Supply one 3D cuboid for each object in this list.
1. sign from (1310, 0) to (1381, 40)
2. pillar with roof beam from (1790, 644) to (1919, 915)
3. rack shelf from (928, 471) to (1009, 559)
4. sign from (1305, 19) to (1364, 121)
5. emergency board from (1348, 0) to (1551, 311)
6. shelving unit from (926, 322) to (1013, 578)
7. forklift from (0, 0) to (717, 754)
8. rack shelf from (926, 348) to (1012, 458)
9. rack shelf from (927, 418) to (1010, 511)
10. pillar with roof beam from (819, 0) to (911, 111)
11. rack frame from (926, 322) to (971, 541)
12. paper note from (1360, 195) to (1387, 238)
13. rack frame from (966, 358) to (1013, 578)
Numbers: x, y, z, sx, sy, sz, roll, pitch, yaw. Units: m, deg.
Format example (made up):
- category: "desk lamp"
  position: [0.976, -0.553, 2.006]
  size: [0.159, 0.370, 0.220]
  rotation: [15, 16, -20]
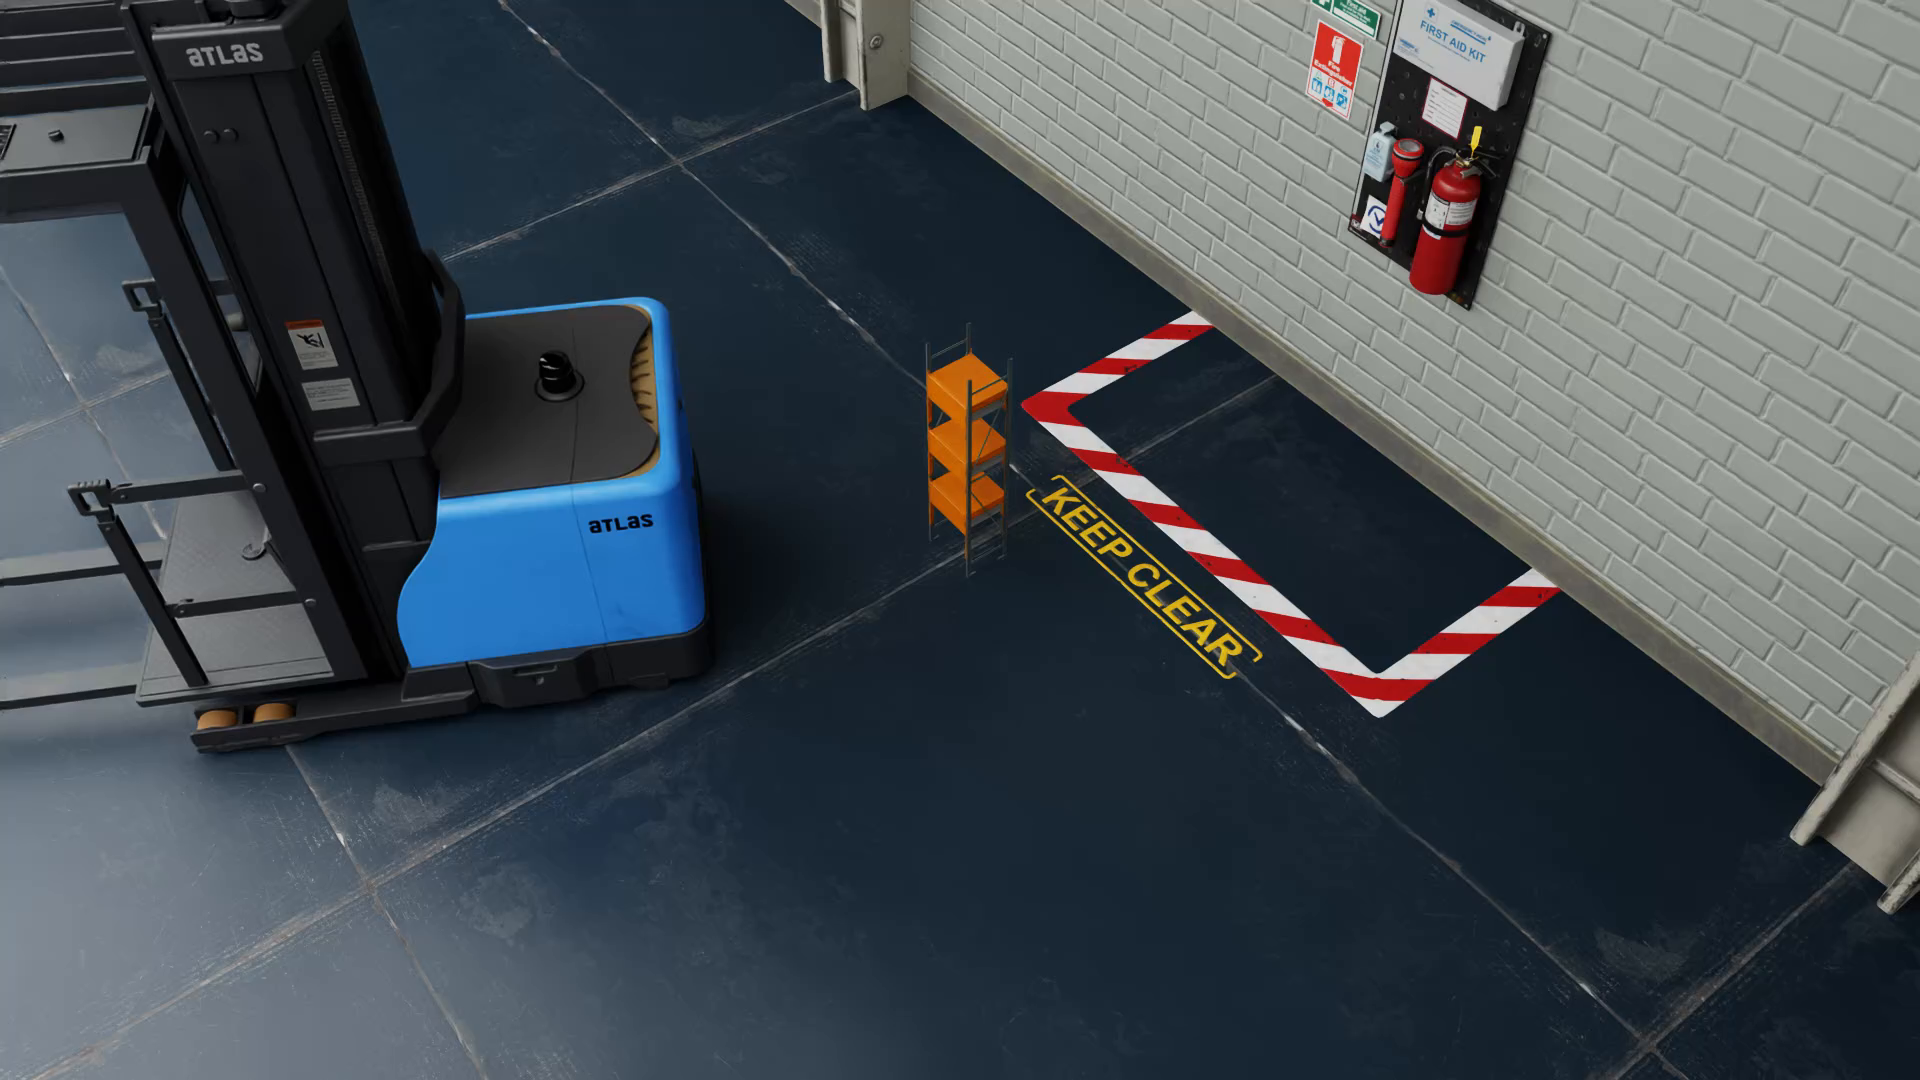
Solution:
- category: "sign"
  position: [1.415, -1.956, 6.116]
  size: [0.001, 0.109, 0.331]
  rotation: [-29, 54, -24]
- category: "pillar with roof beam"
  position: [-0.288, -0.010, 0.684]
  size: [9.100, 9.000, 0.400]
  rotation: [-29, 54, -24]
- category: "rack shelf"
  position: [0.032, -0.127, 6.545]
  size: [0.215, 0.259, 0.240]
  rotation: [-29, 54, -24]
- category: "sign"
  position: [1.419, -1.785, 6.318]
  size: [0.001, 0.329, 0.234]
  rotation: [-29, 54, -24]
- category: "emergency board"
  position: [1.672, -1.401, 5.994]
  size: [0.194, 1.169, 0.643]
  rotation: [-29, 54, -24]
- category: "shelving unit"
  position: [0.032, -0.321, 6.331]
  size: [0.215, 1.050, 0.252]
  rotation: [-29, 54, -24]
- category: "forklift"
  position: [-2.482, -0.638, 5.349]
  size: [3.031, 2.935, 1.130]
  rotation: [-7, 48, -6]
- category: "rack shelf"
  position: [0.032, -0.505, 6.129]
  size: [0.215, 0.259, 0.240]
  rotation: [-29, 54, -24]
- category: "rack shelf"
  position: [0.032, -0.314, 6.339]
  size: [0.215, 0.259, 0.240]
  rotation: [-29, 54, -24]
- category: "pillar with roof beam"
  position: [-3.921, -3.548, 3.891]
  size: [9.100, 9.000, 0.400]
  rotation: [-29, 54, -24]
- category: "rack frame"
  position: [-0.041, -0.393, 6.397]
  size: [0.200, 1.050, 0.008]
  rotation: [-29, 54, -24]
- category: "paper note"
  position: [1.620, -1.240, 6.443]
  size: [0.016, 0.148, 0.142]
  rotation: [-29, 54, -24]
- category: "rack frame"
  position: [0.106, -0.249, 6.266]
  size: [0.200, 1.050, 0.008]
  rotation: [-29, 54, -24]
